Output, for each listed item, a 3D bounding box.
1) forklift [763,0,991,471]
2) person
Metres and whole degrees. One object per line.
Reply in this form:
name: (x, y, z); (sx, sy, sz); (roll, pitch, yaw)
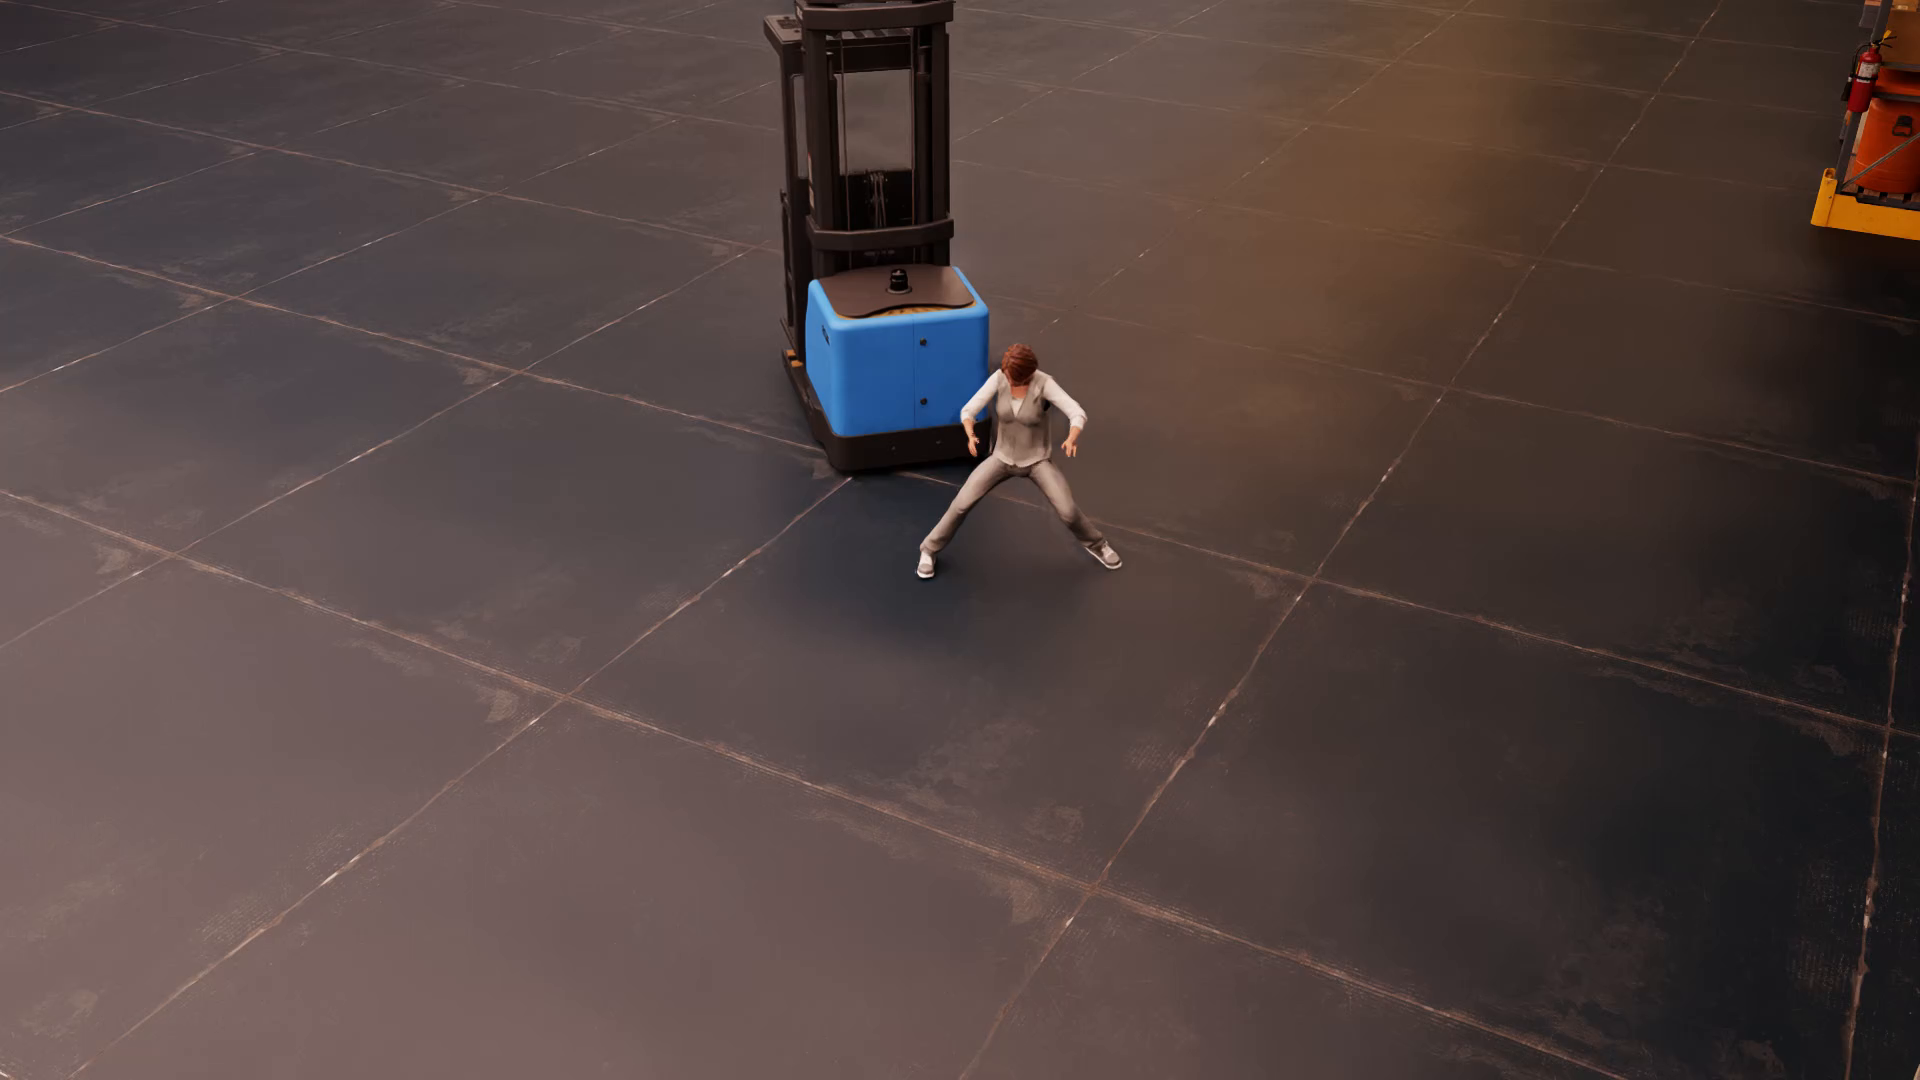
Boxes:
forklift: (-0.671, -2.436, 11.292); (1.130, 2.935, 3.031); (-8, 31, -13)
person: (0.340, -0.416, 9.349); (1.141, 1.374, 0.630); (11, 32, 19)
